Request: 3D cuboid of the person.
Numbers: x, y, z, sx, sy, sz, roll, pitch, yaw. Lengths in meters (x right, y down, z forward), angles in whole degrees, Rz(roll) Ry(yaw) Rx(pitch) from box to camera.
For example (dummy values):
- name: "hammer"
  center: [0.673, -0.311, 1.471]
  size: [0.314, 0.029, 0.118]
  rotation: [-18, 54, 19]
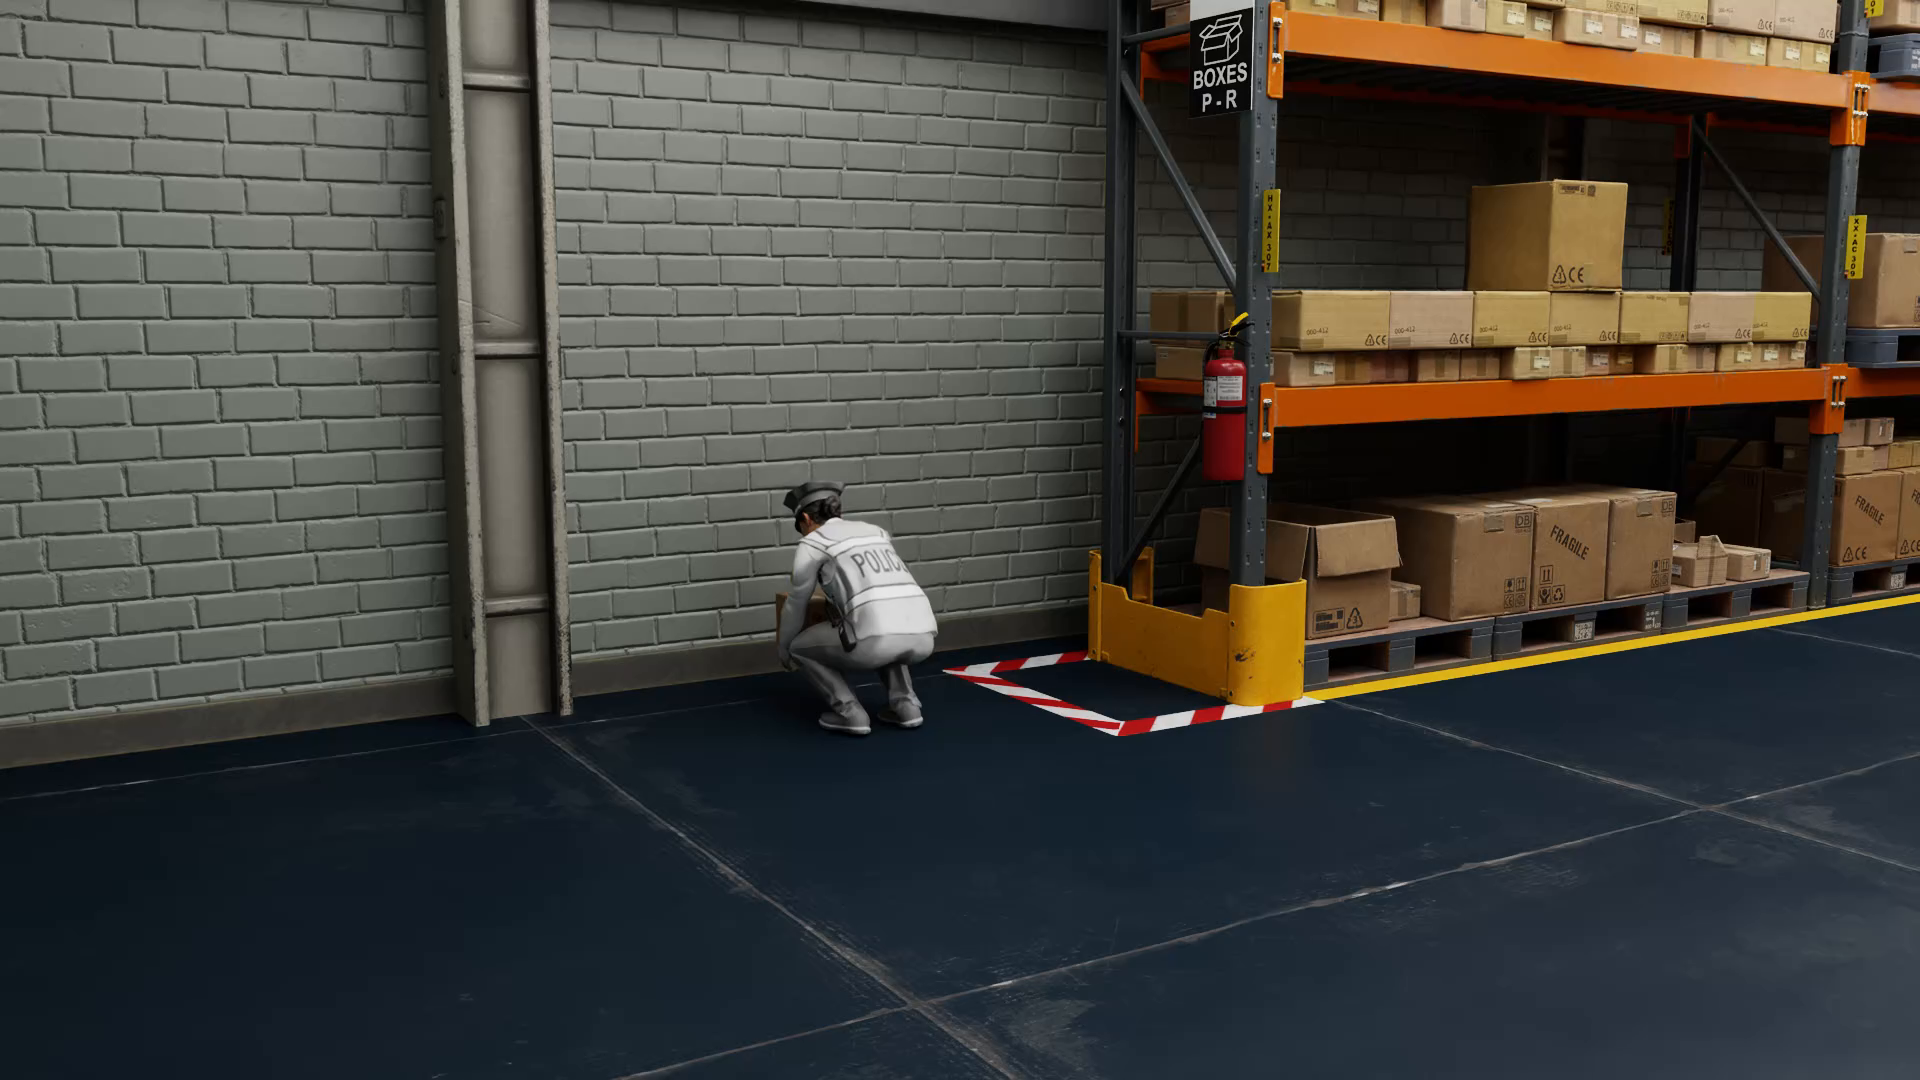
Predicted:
- name: "person"
  center: [-0.422, 0.250, 6.612]
  size: [0.492, 0.960, 0.833]
  rotation: [-5, 10, -31]
